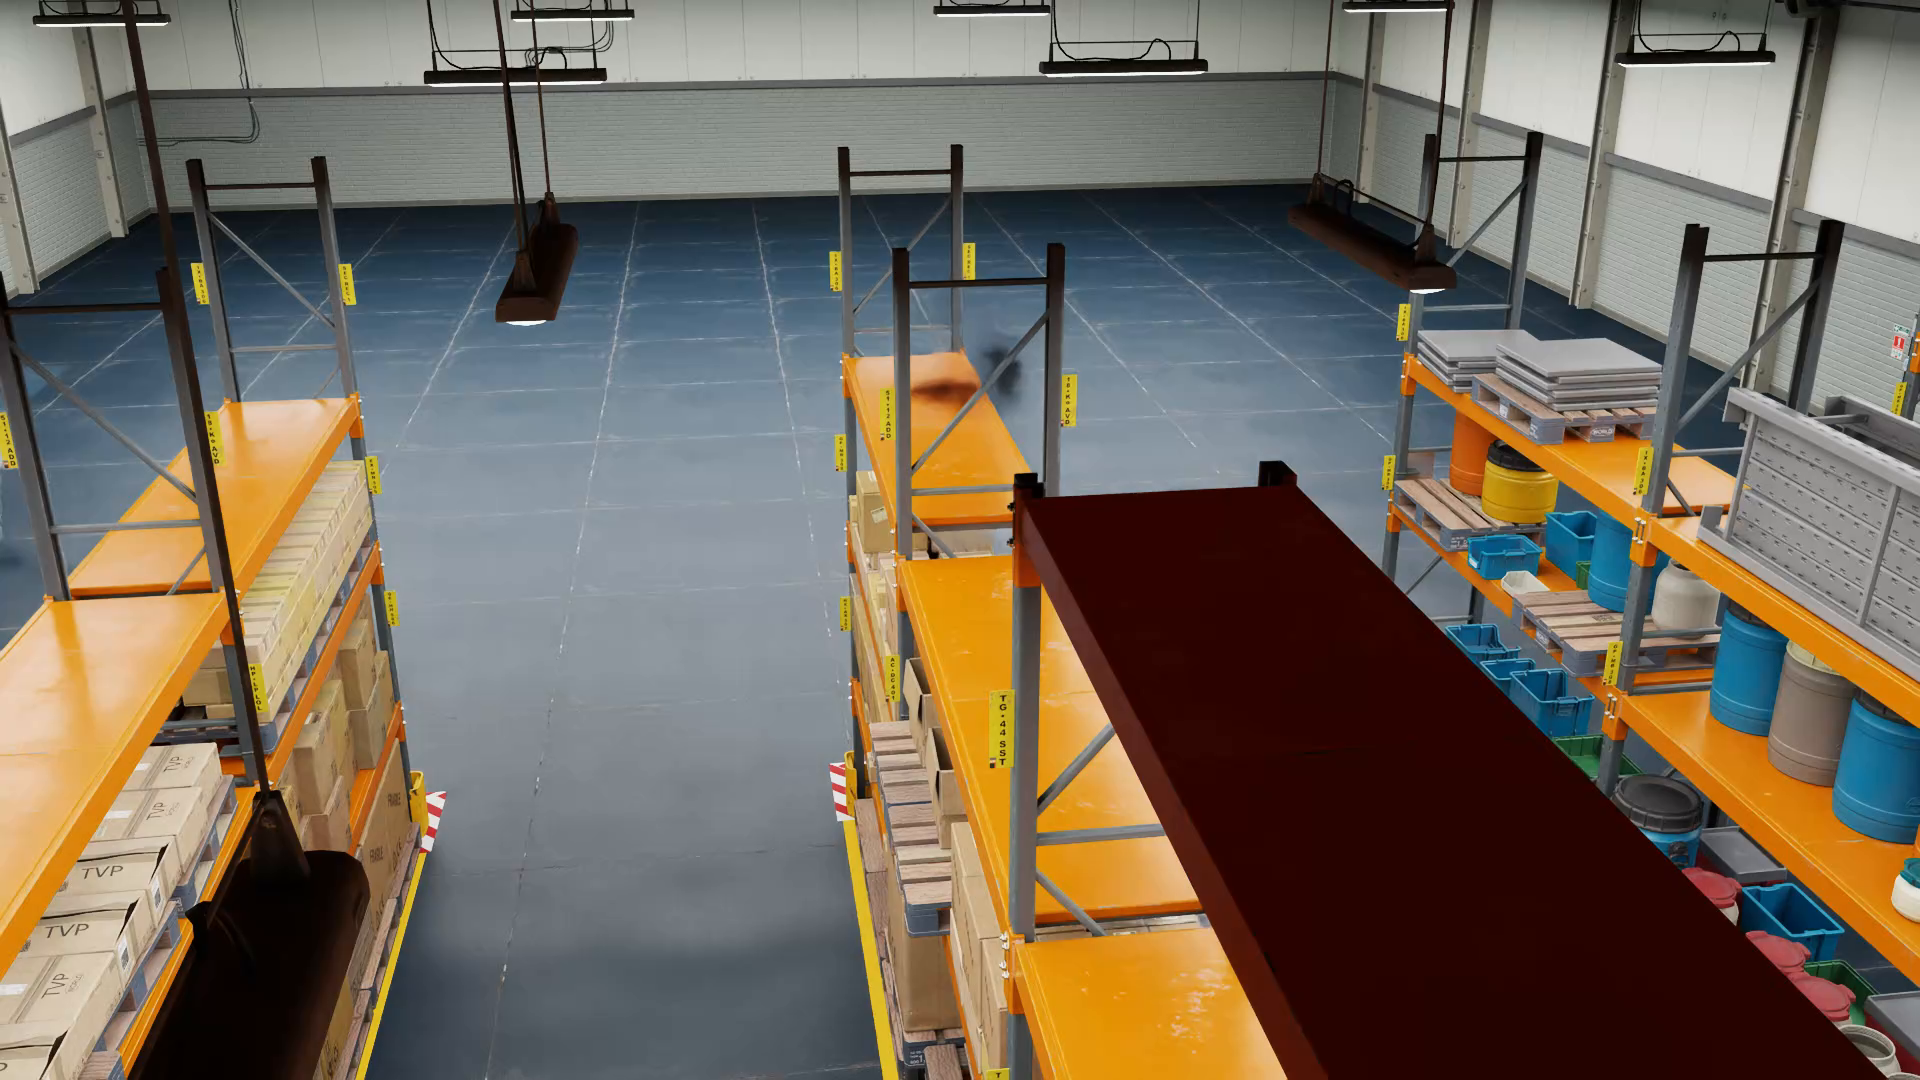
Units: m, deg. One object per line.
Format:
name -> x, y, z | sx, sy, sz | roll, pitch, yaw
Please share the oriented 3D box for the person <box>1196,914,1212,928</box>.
person -> 1.714, 2.961, 11.830 | 0.565, 1.673, 0.951 | -6, 22, -15
